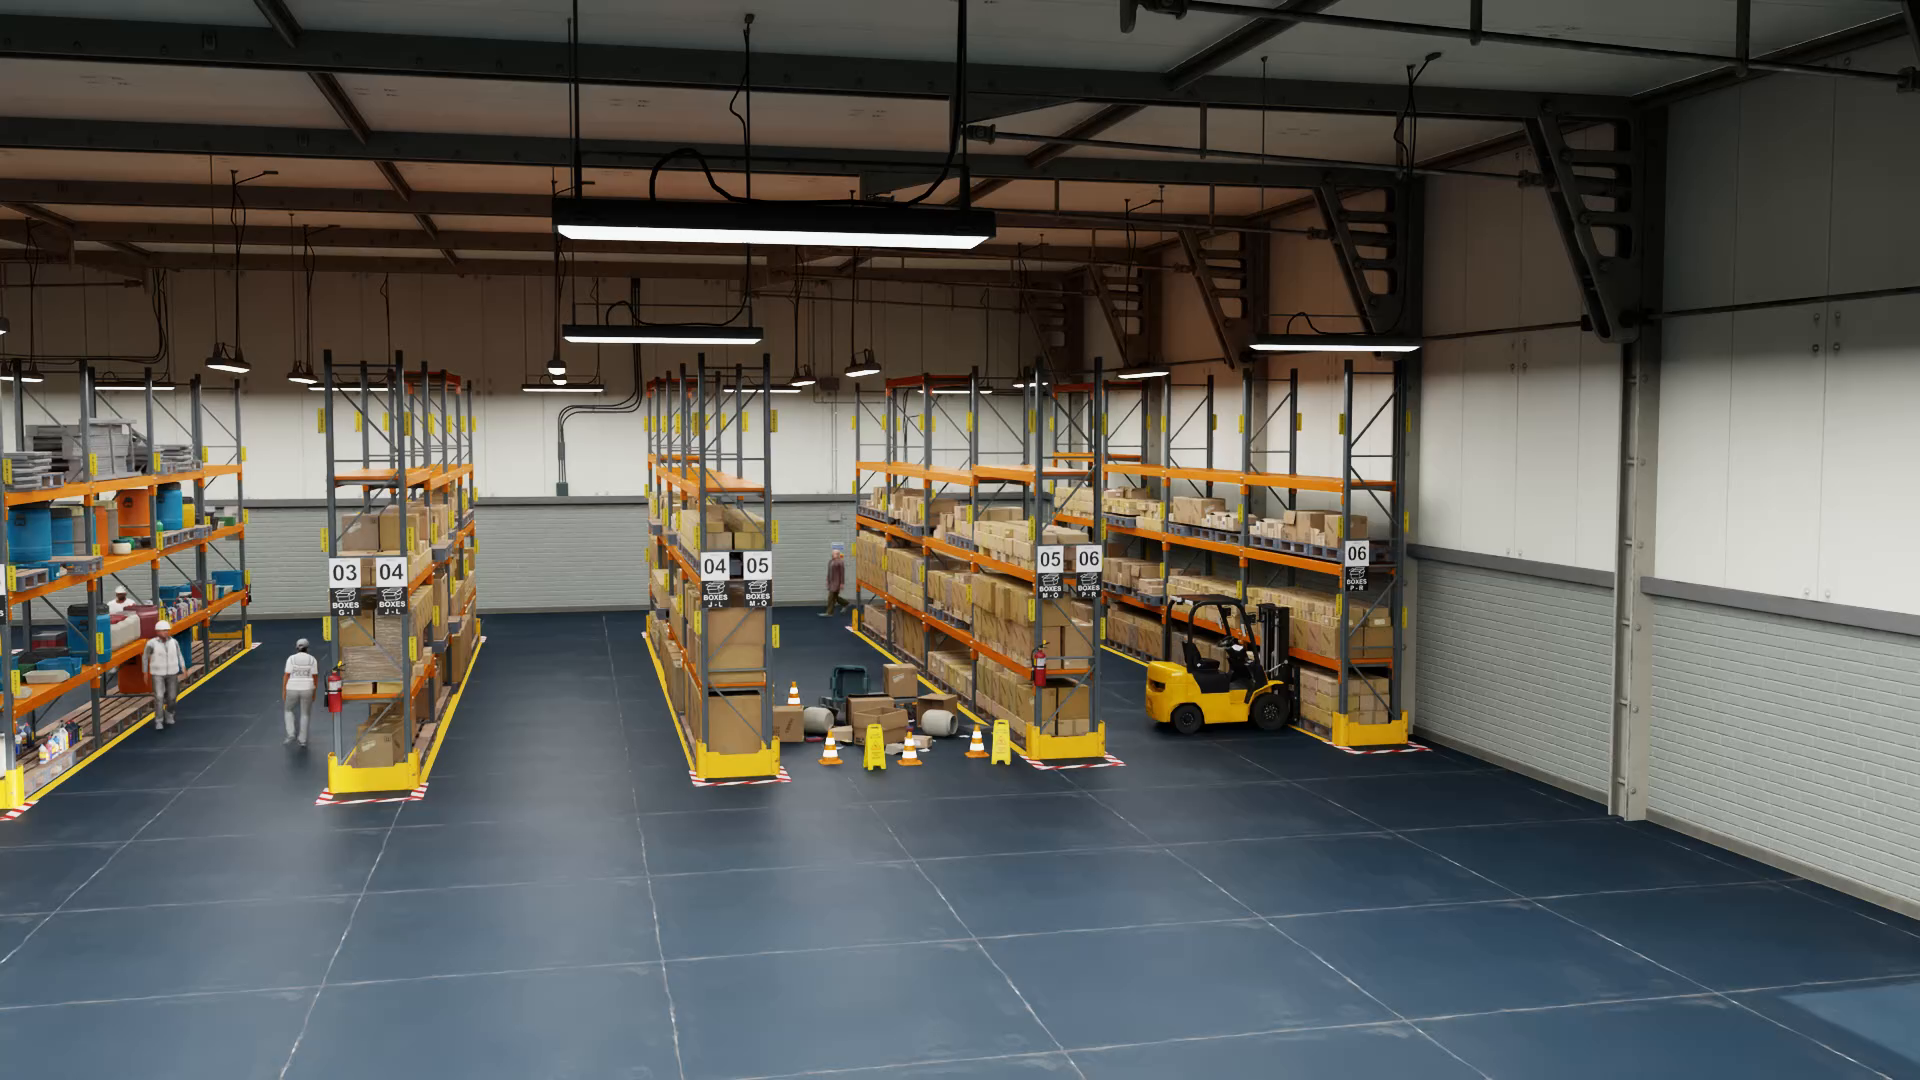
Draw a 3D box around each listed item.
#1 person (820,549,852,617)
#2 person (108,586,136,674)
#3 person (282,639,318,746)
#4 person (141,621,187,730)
[{"bbox_3d":[-3.215,1.111,43.336,1.006,1.759,0.570,-3,5,-34],"label":"person"},{"bbox_3d":[-16.994,1.794,33.620,0.638,1.741,0.879,0,4,3],"label":"person"},{"bbox_3d":[-10.263,2.368,25.850,0.551,1.664,0.428,-1,4,-19],"label":"person"},{"bbox_3d":[-13.163,2.209,27.484,0.628,1.769,0.760,-3,5,-40],"label":"person"}]
